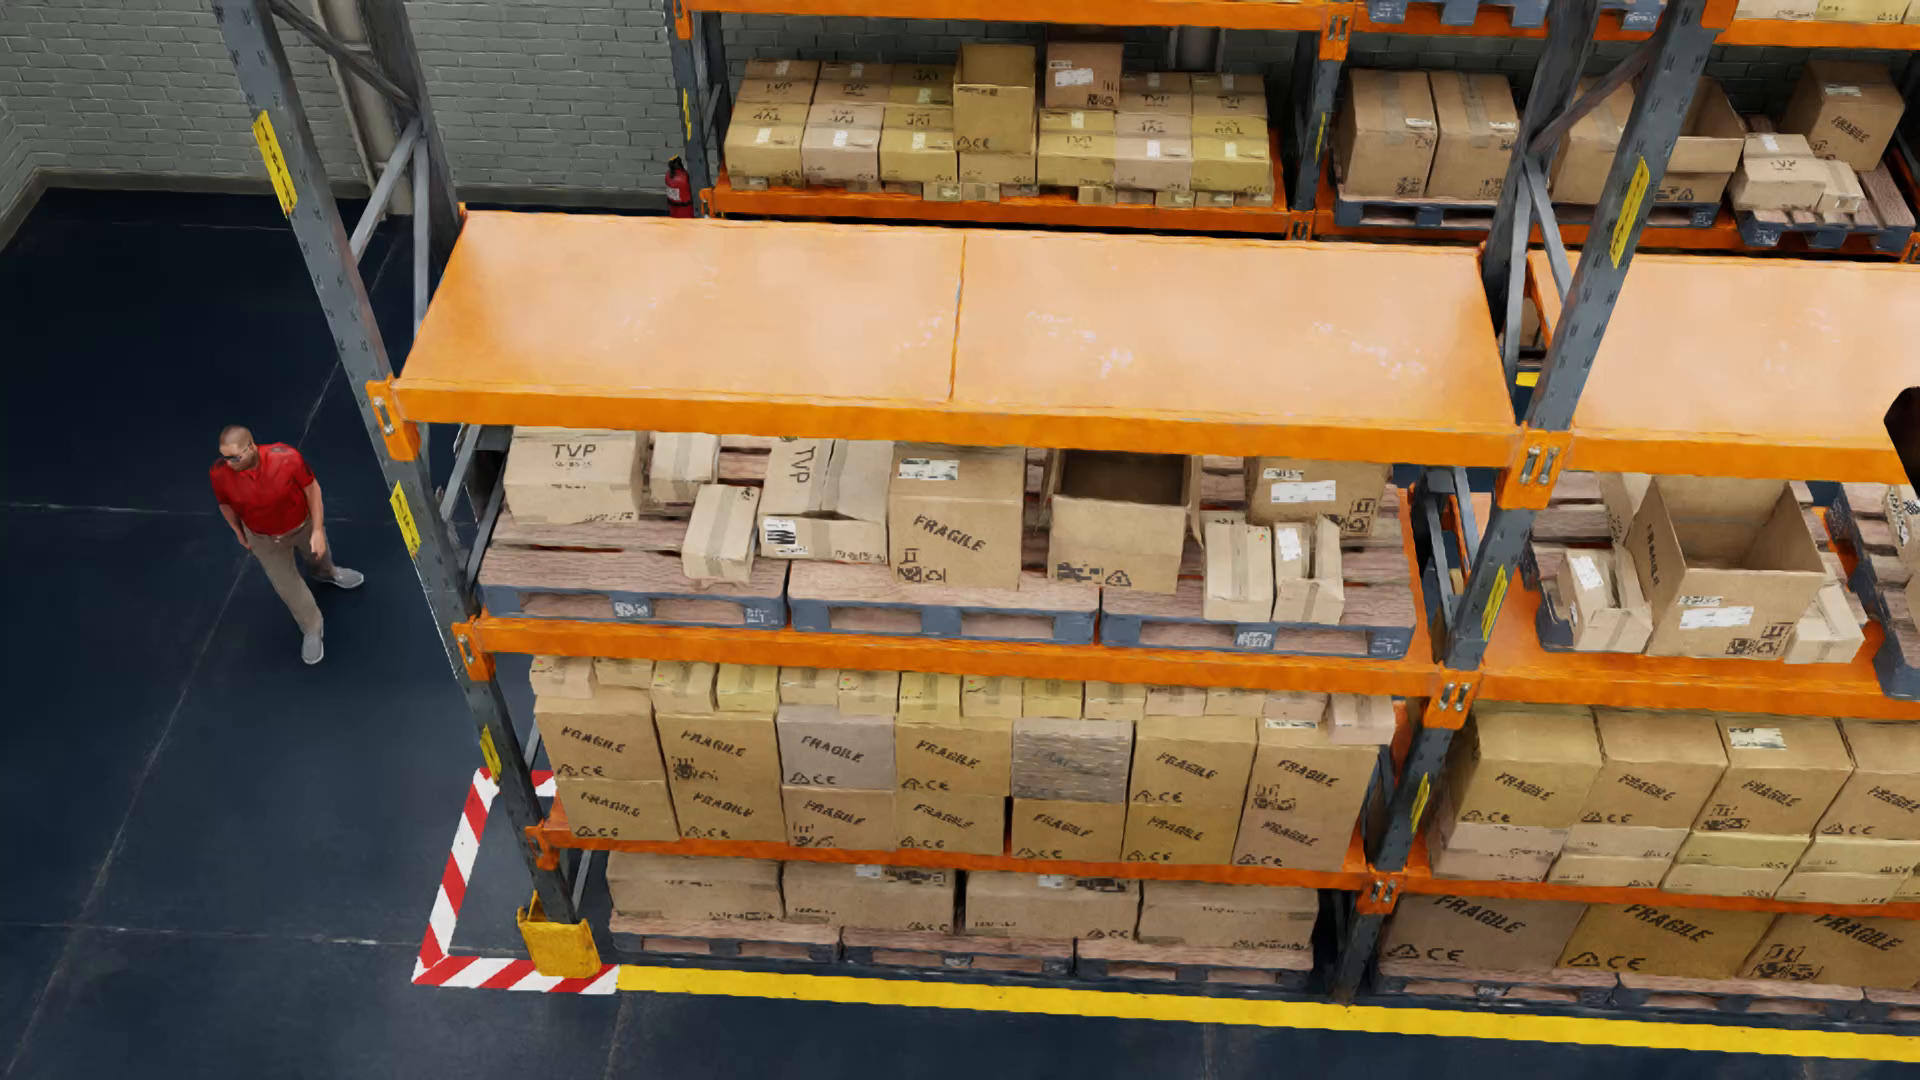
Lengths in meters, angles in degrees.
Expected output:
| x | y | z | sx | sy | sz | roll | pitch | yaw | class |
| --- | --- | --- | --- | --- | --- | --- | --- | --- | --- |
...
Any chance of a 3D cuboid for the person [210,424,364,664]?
| x | y | z | sx | sy | sz | roll | pitch | yaw | class |
| --- | --- | --- | --- | --- | --- | --- | --- | --- | --- |
| -3.931 | -0.094 | 9.672 | 0.569 | 1.713 | 0.718 | -19 | 51 | -16 | person |
